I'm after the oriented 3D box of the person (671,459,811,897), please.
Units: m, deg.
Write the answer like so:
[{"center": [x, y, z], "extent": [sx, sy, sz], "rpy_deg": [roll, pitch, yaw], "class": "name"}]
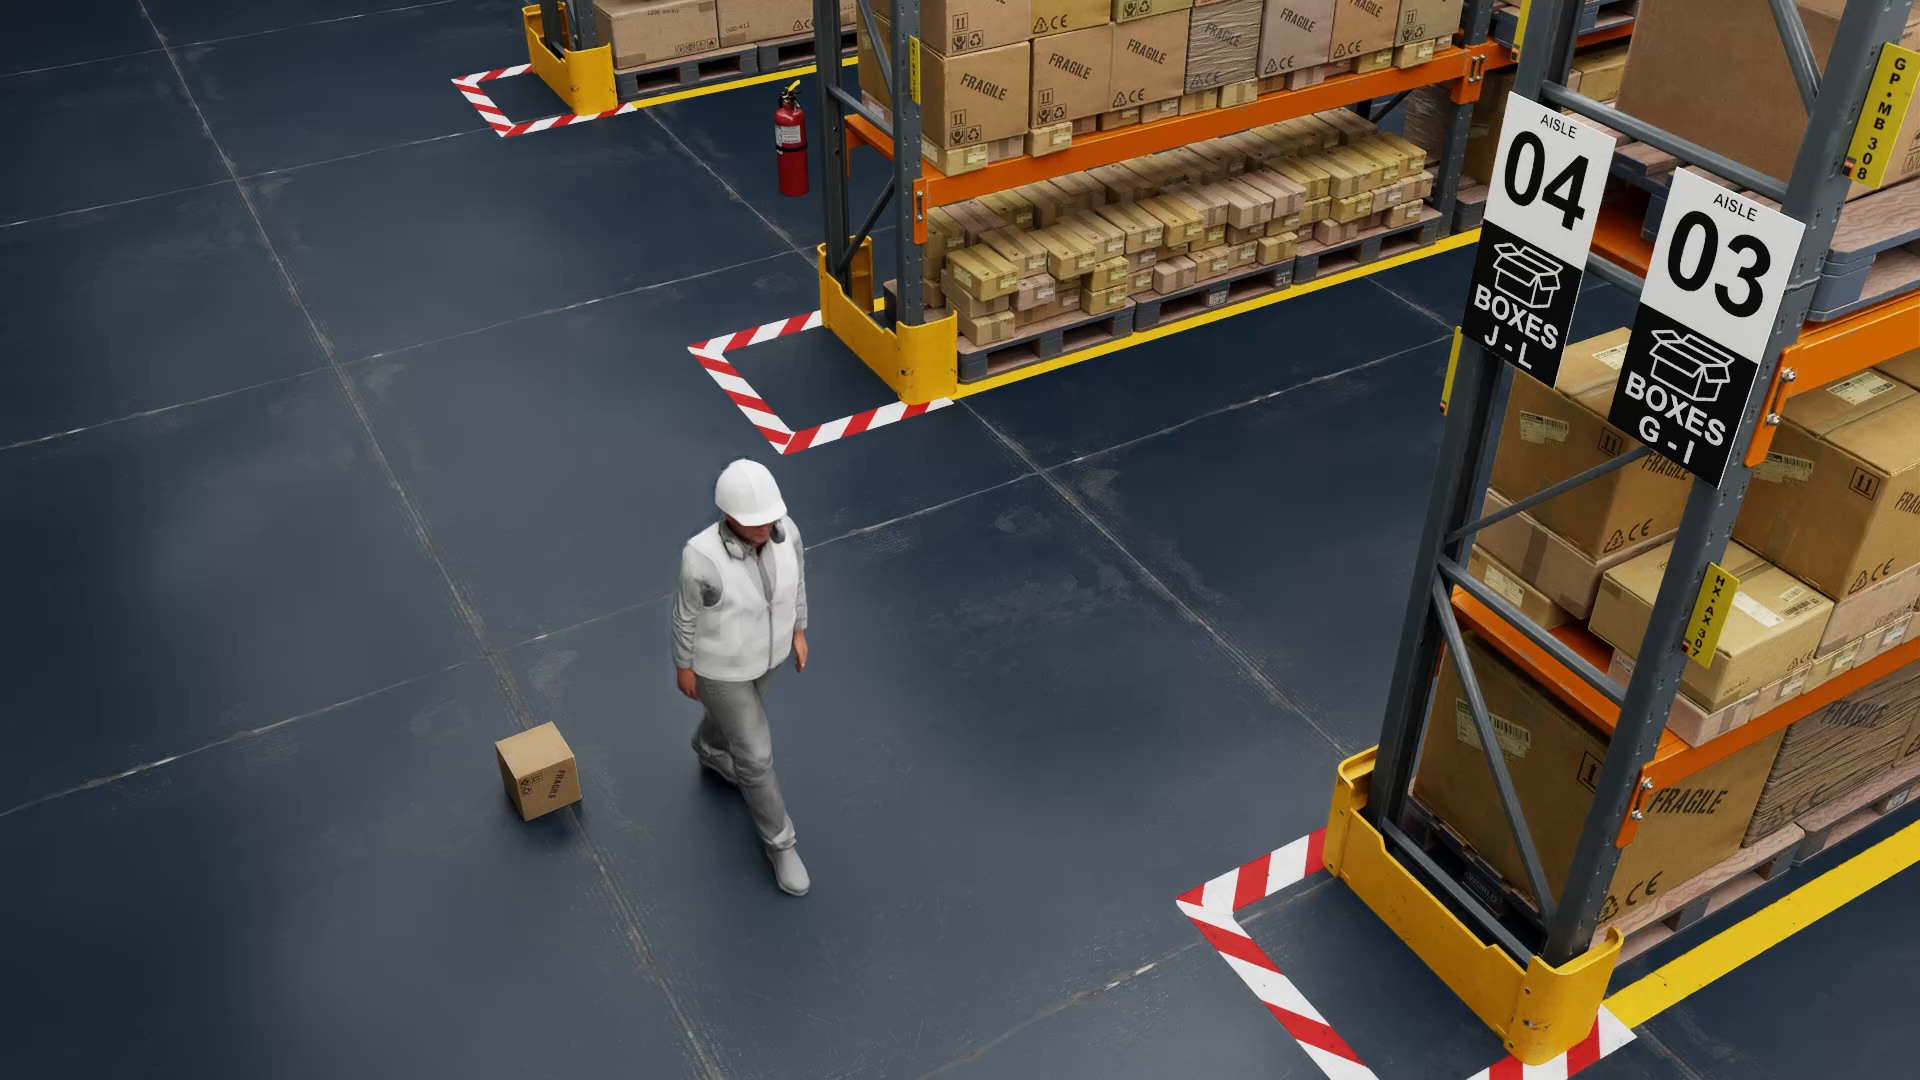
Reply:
[{"center": [-0.794, 0.421, 6.347], "extent": [0.890, 1.741, 0.553], "rpy_deg": [27, 44, 32], "class": "person"}]
